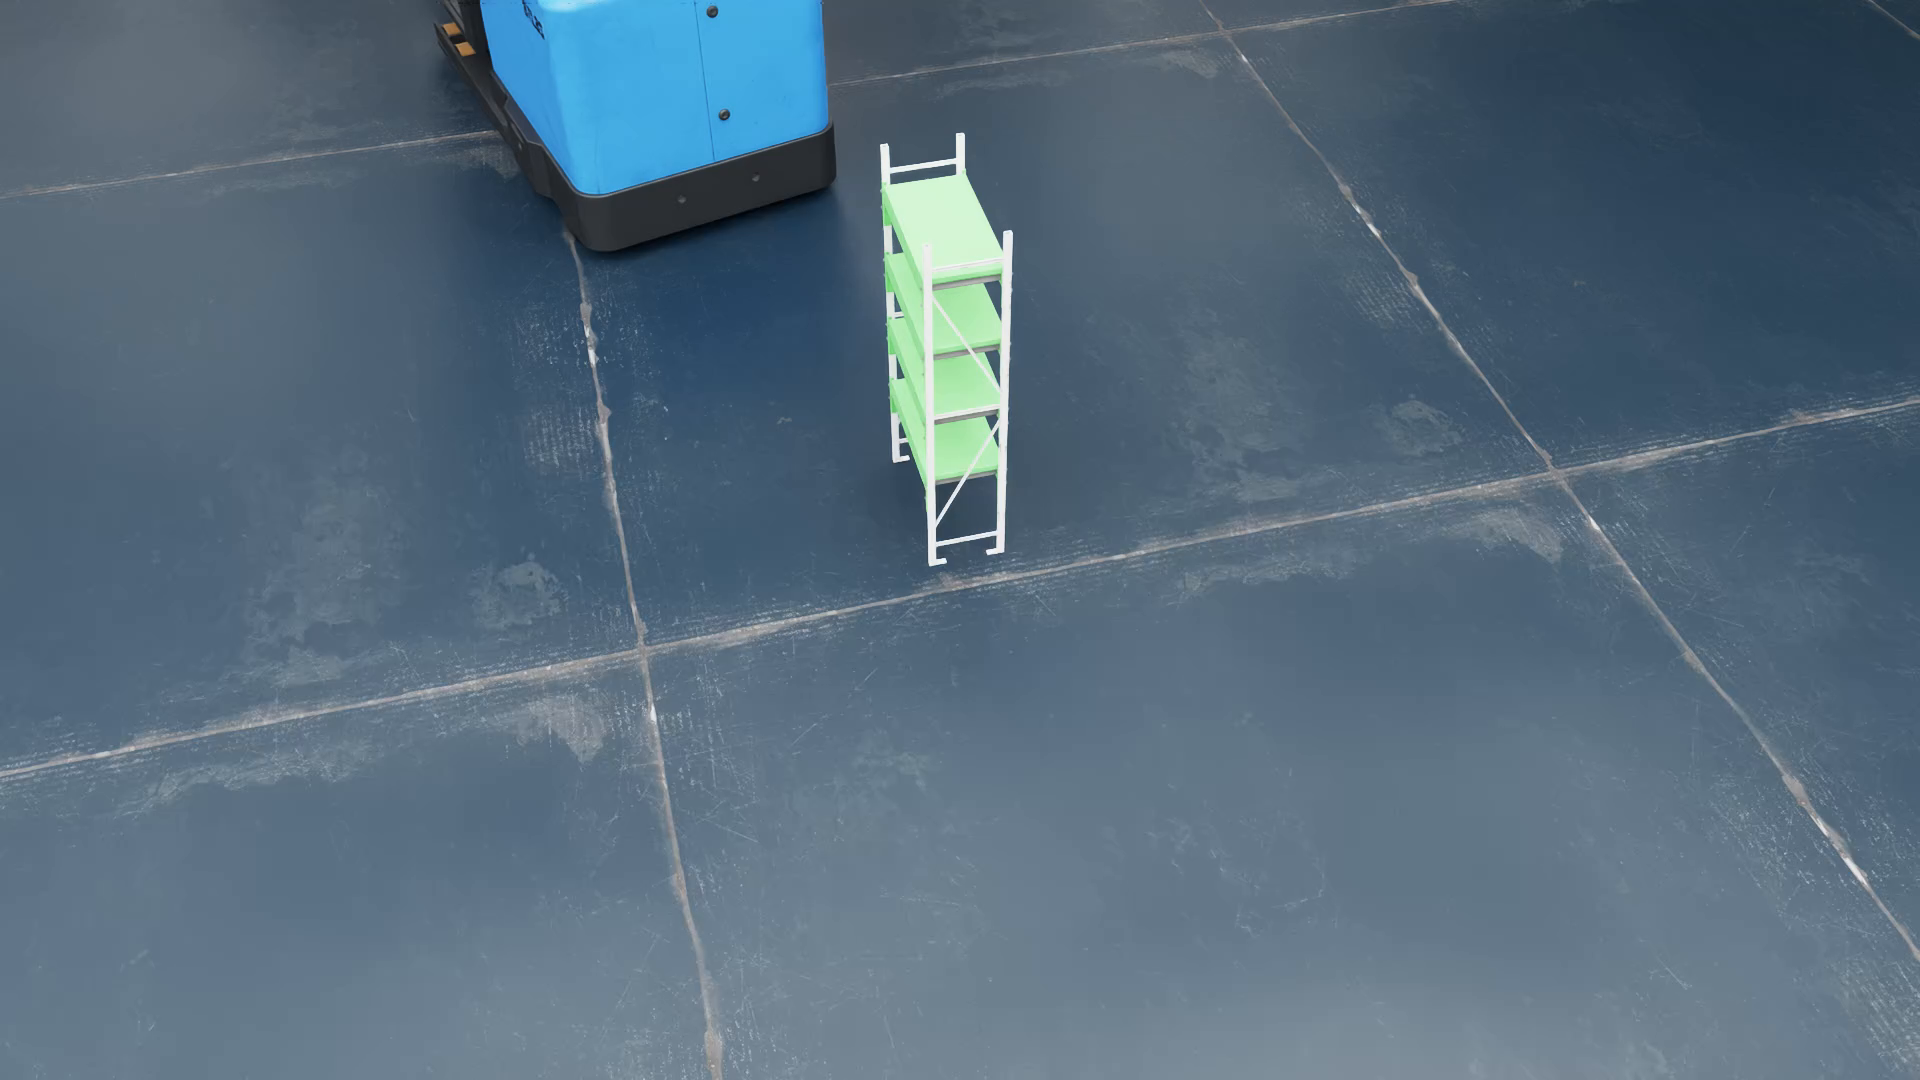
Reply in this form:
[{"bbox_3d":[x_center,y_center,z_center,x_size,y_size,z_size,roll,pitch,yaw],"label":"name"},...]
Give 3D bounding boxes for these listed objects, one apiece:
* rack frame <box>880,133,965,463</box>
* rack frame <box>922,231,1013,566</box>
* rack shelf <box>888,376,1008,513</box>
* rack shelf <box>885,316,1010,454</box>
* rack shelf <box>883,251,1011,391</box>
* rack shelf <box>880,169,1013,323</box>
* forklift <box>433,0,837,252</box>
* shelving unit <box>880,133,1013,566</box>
[{"bbox_3d":[-0.105,-0.703,5.099,0.240,1.200,0.015,-11,47,-10],"label":"rack frame"},{"bbox_3d":[0.020,-0.366,4.768,0.240,1.200,0.015,-11,47,-10],"label":"rack frame"},{"bbox_3d":[-0.042,-0.322,5.151,0.258,0.148,0.480,-11,47,-10],"label":"rack shelf"},{"bbox_3d":[-0.042,-0.490,4.979,0.258,0.148,0.480,-11,47,-10],"label":"rack shelf"},{"bbox_3d":[-0.042,-0.658,4.808,0.258,0.148,0.480,-11,47,-10],"label":"rack shelf"},{"bbox_3d":[-0.042,-0.825,4.636,0.258,0.148,0.480,-11,47,-10],"label":"rack shelf"},{"bbox_3d":[-1.638,-3.151,6.286,1.130,2.935,3.031,-21,49,-20],"label":"forklift"},{"bbox_3d":[-0.042,-0.534,4.933,0.258,1.200,0.503,-11,47,-10],"label":"shelving unit"}]
